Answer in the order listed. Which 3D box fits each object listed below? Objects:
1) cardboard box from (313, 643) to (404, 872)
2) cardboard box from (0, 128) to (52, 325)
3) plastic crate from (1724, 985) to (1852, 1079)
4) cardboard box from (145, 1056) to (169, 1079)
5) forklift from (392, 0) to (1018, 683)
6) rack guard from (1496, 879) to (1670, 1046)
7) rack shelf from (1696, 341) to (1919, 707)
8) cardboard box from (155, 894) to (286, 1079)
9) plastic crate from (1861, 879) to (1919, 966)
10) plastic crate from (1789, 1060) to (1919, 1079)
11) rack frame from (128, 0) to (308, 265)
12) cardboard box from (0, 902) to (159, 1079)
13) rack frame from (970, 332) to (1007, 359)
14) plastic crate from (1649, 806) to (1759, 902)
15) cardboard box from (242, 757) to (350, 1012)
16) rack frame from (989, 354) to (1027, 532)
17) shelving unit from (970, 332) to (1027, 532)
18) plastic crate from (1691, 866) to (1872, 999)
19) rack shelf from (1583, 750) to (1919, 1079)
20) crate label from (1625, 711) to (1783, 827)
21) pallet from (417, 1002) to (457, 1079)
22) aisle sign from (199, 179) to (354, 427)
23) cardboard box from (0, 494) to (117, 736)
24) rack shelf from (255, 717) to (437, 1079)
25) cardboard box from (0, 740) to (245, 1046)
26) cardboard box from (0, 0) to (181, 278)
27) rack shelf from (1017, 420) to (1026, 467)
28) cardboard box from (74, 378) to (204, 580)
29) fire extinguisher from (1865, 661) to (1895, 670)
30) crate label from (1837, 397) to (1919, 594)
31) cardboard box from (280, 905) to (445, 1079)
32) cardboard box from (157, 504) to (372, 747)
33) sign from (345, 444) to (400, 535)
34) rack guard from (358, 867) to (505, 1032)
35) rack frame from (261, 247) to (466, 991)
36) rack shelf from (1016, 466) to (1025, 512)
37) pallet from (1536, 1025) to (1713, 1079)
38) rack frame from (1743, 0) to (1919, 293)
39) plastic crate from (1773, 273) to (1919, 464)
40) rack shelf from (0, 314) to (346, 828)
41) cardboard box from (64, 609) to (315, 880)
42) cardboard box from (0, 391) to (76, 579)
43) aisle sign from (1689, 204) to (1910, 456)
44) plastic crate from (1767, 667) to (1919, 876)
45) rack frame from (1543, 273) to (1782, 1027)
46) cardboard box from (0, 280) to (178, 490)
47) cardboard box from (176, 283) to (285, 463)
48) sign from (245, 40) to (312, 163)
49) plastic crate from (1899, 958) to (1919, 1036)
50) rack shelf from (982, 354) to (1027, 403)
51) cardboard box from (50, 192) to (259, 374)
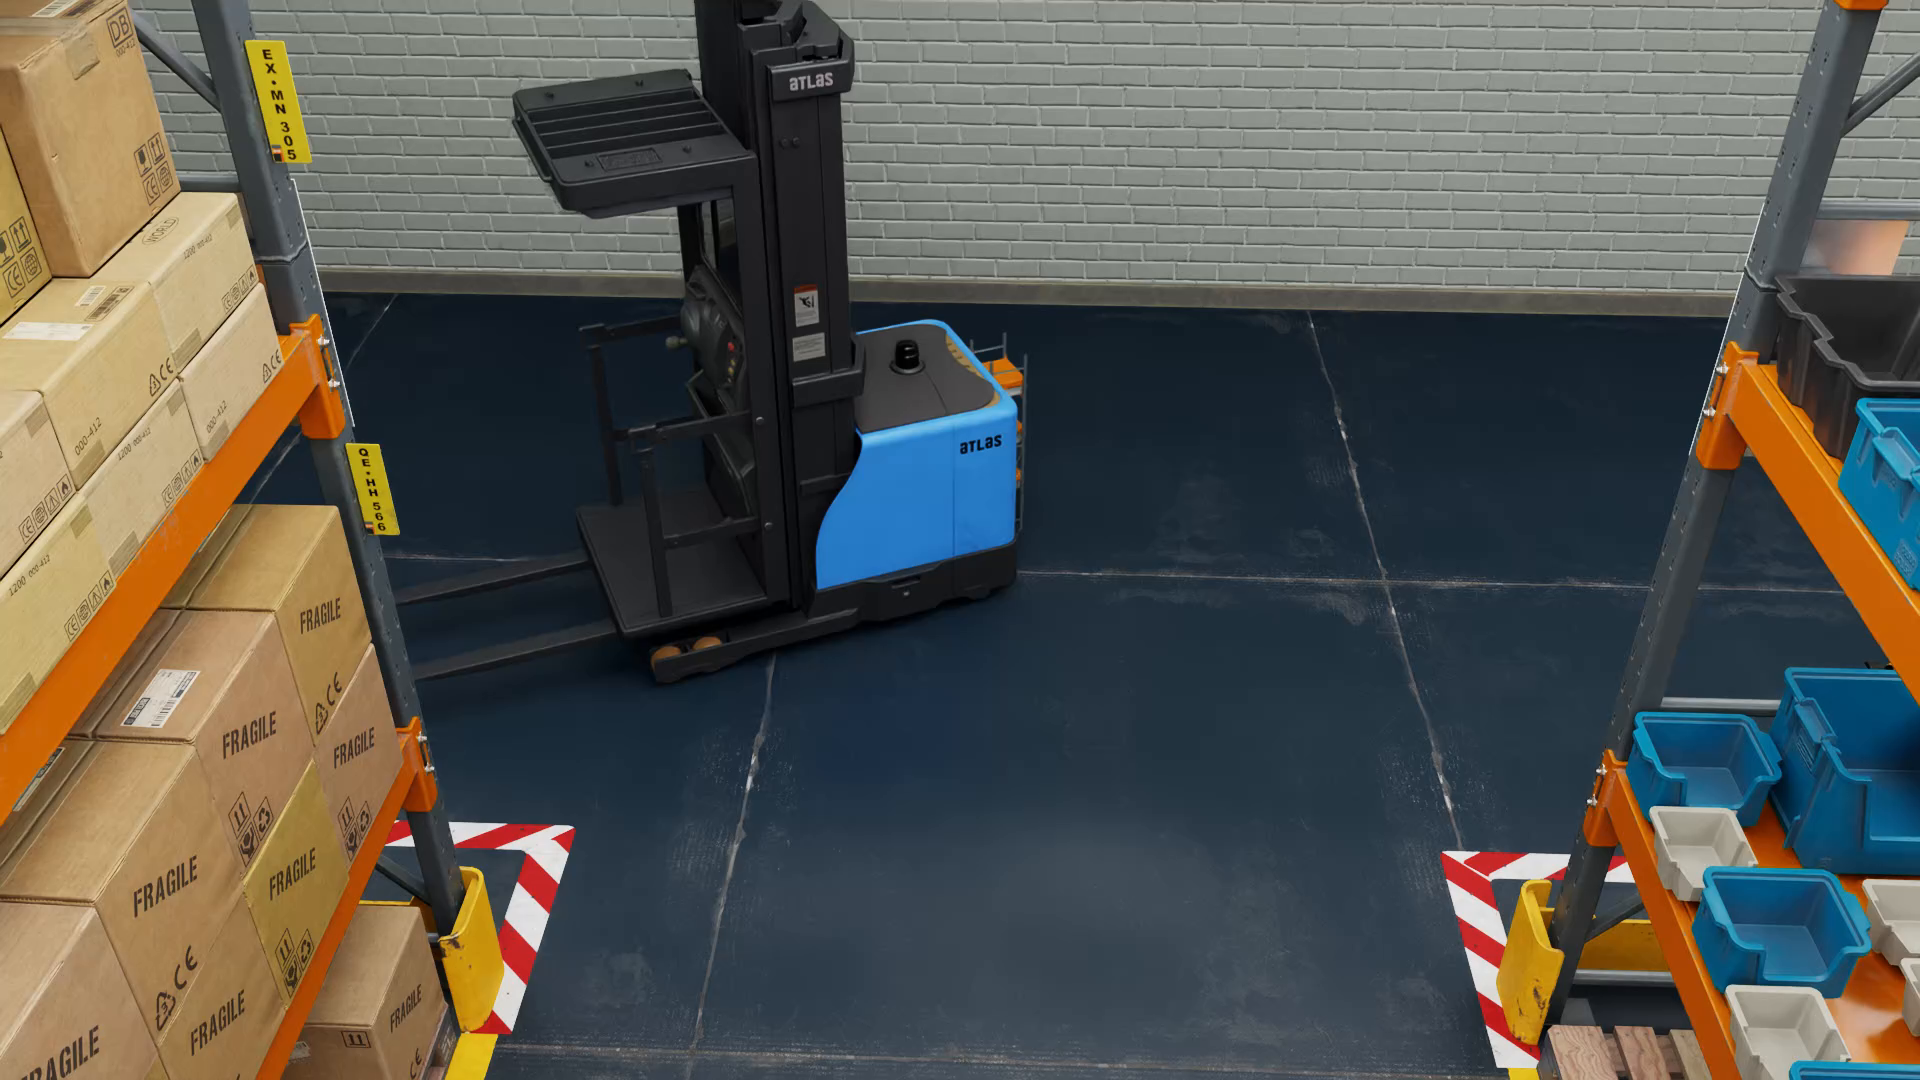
[{"bbox_3d":[-2.071,0.651,5.074,0.500,0.500,0.500,2,35,3],"label":"cardboard box"},{"bbox_3d":[-2.434,-0.668,3.472,0.700,0.500,0.500,1,35,2],"label":"cardboard box"},{"bbox_3d":[2.162,1.334,4.365,0.250,0.136,0.298,1,35,2],"label":"plastic crate"},{"bbox_3d":[-2.134,1.525,3.830,0.500,0.500,0.500,1,35,1],"label":"cardboard box"},{"bbox_3d":[-1.284,-0.882,7.402,3.031,2.935,1.130,-13,37,-18],"label":"forklift"},{"bbox_3d":[2.612,1.553,6.051,1.175,0.500,0.348,1,35,2],"label":"rack guard"},{"bbox_3d":[2.544,0.761,3.021,1.077,0.370,4.000,1,35,2],"label":"rack shelf"},{"bbox_3d":[-2.114,1.236,4.242,0.500,0.500,0.500,2,35,2],"label":"cardboard box"},{"bbox_3d":[2.772,1.101,4.698,0.396,0.136,0.243,1,35,2],"label":"plastic crate"},{"bbox_3d":[2.232,1.479,4.075,0.416,0.233,0.300,1,35,2],"label":"plastic crate"},{"bbox_3d":[-2.325,-2.026,3.753,1.000,3.000,0.127,1,35,2],"label":"rack frame"},{"bbox_3d":[-2.124,1.124,3.532,0.500,0.500,0.500,2,35,3],"label":"cardboard box"},{"bbox_3d":[0.141,-0.589,8.621,0.200,1.050,0.008,-14,37,-19],"label":"rack frame"},{"bbox_3d":[2.190,0.945,4.920,0.250,0.136,0.298,1,35,2],"label":"plastic crate"},{"bbox_3d":[-2.088,0.949,4.650,0.500,0.500,0.500,2,35,2],"label":"cardboard box"},{"bbox_3d":[0.237,-0.460,8.438,0.200,1.050,0.008,-14,37,-19],"label":"rack frame"},{"bbox_3d":[0.189,-0.525,8.529,0.215,1.050,0.252,-14,37,-19],"label":"shelving unit"},{"bbox_3d":[2.259,1.101,4.613,0.416,0.233,0.300,1,35,2],"label":"plastic crate"},{"bbox_3d":[2.544,1.988,3.884,1.077,0.370,4.000,1,35,2],"label":"rack shelf"},{"bbox_3d":[2.285,0.723,5.152,0.416,0.233,0.303,1,35,2],"label":"crate label"},{"bbox_3d":[-2.359,2.071,5.566,1.003,0.211,1.213,1,35,2],"label":"pallet"},{"bbox_3d":[-2.016,-0.667,4.776,0.394,0.787,0.004,1,35,2],"label":"aisle sign"},{"bbox_3d":[-2.120,0.138,3.412,0.500,0.250,0.500,1,35,2],"label":"cardboard box"},{"bbox_3d":[-2.405,1.872,4.049,1.077,0.370,4.000,1,35,2],"label":"rack shelf"},{"bbox_3d":[-2.104,0.829,3.951,0.500,0.500,0.500,2,35,3],"label":"cardboard box"},{"bbox_3d":[-2.329,-0.953,3.878,0.700,0.500,0.500,1,35,2],"label":"cardboard box"},{"bbox_3d":[0.189,-0.516,8.535,0.215,0.259,0.240,-14,37,-19],"label":"rack shelf"},{"bbox_3d":[-2.113,-0.149,3.821,0.500,0.250,0.500,1,35,2],"label":"cardboard box"},{"bbox_3d":[3.084,0.653,5.550,0.296,0.674,0.183,1,35,2],"label":"fire extinguisher"},{"bbox_3d":[2.264,-0.099,3.748,0.408,0.251,0.502,1,35,2],"label":"crate label"},{"bbox_3d":[-2.101,1.589,5.617,0.500,0.500,0.500,1,35,2],"label":"cardboard box"},{"bbox_3d":[-2.068,0.240,4.788,0.500,0.500,0.500,1,35,1],"label":"cardboard box"},{"bbox_3d":[-1.771,-0.150,5.019,0.100,0.325,0.005,1,35,2],"label":"sign"},{"bbox_3d":[-2.328,1.495,6.134,1.175,0.500,0.348,1,35,2],"label":"rack guard"},{"bbox_3d":[-2.325,0.428,5.478,1.000,3.000,0.127,1,35,2],"label":"rack frame"},{"bbox_3d":[0.189,-0.289,8.695,0.215,0.259,0.240,-14,37,-19],"label":"rack shelf"},{"bbox_3d":[2.552,2.159,5.441,1.003,0.211,1.213,1,35,2],"label":"pallet"},{"bbox_3d":[2.624,-1.910,3.587,1.000,3.000,0.127,1,35,2],"label":"rack frame"},{"bbox_3d":[2.330,-0.414,4.181,0.497,0.269,0.590,1,35,2],"label":"plastic crate"},{"bbox_3d":[-2.405,0.644,3.187,1.077,0.370,4.000,1,35,2],"label":"rack shelf"},{"bbox_3d":[-2.088,0.531,4.375,0.500,0.500,0.500,2,35,3],"label":"cardboard box"},{"bbox_3d":[-2.135,-0.067,3.269,0.500,0.250,0.500,1,35,2],"label":"cardboard box"},{"bbox_3d":[2.330,-0.567,4.633,0.394,0.787,0.004,1,35,2],"label":"aisle sign"},{"bbox_3d":[2.797,0.702,5.005,0.616,0.435,0.499,1,35,2],"label":"plastic crate"},{"bbox_3d":[2.624,0.545,5.312,1.000,3.000,0.127,1,35,2],"label":"rack frame"},{"bbox_3d":[-2.111,-0.354,3.677,0.500,0.250,0.500,1,35,2],"label":"cardboard box"},{"bbox_3d":[-2.082,-0.436,4.230,0.500,0.250,0.500,1,35,2],"label":"cardboard box"},{"bbox_3d":[-1.771,-1.137,4.326,0.100,0.325,0.005,1,35,2],"label":"sign"},{"bbox_3d":[2.746,1.267,4.461,0.396,0.136,0.243,1,35,2],"label":"plastic crate"},{"bbox_3d":[0.189,-0.748,8.372,0.215,0.259,0.240,-14,37,-19],"label":"rack shelf"},{"bbox_3d":[-2.091,-0.641,4.086,0.500,0.250,0.500,1,35,2],"label":"cardboard box"}]
